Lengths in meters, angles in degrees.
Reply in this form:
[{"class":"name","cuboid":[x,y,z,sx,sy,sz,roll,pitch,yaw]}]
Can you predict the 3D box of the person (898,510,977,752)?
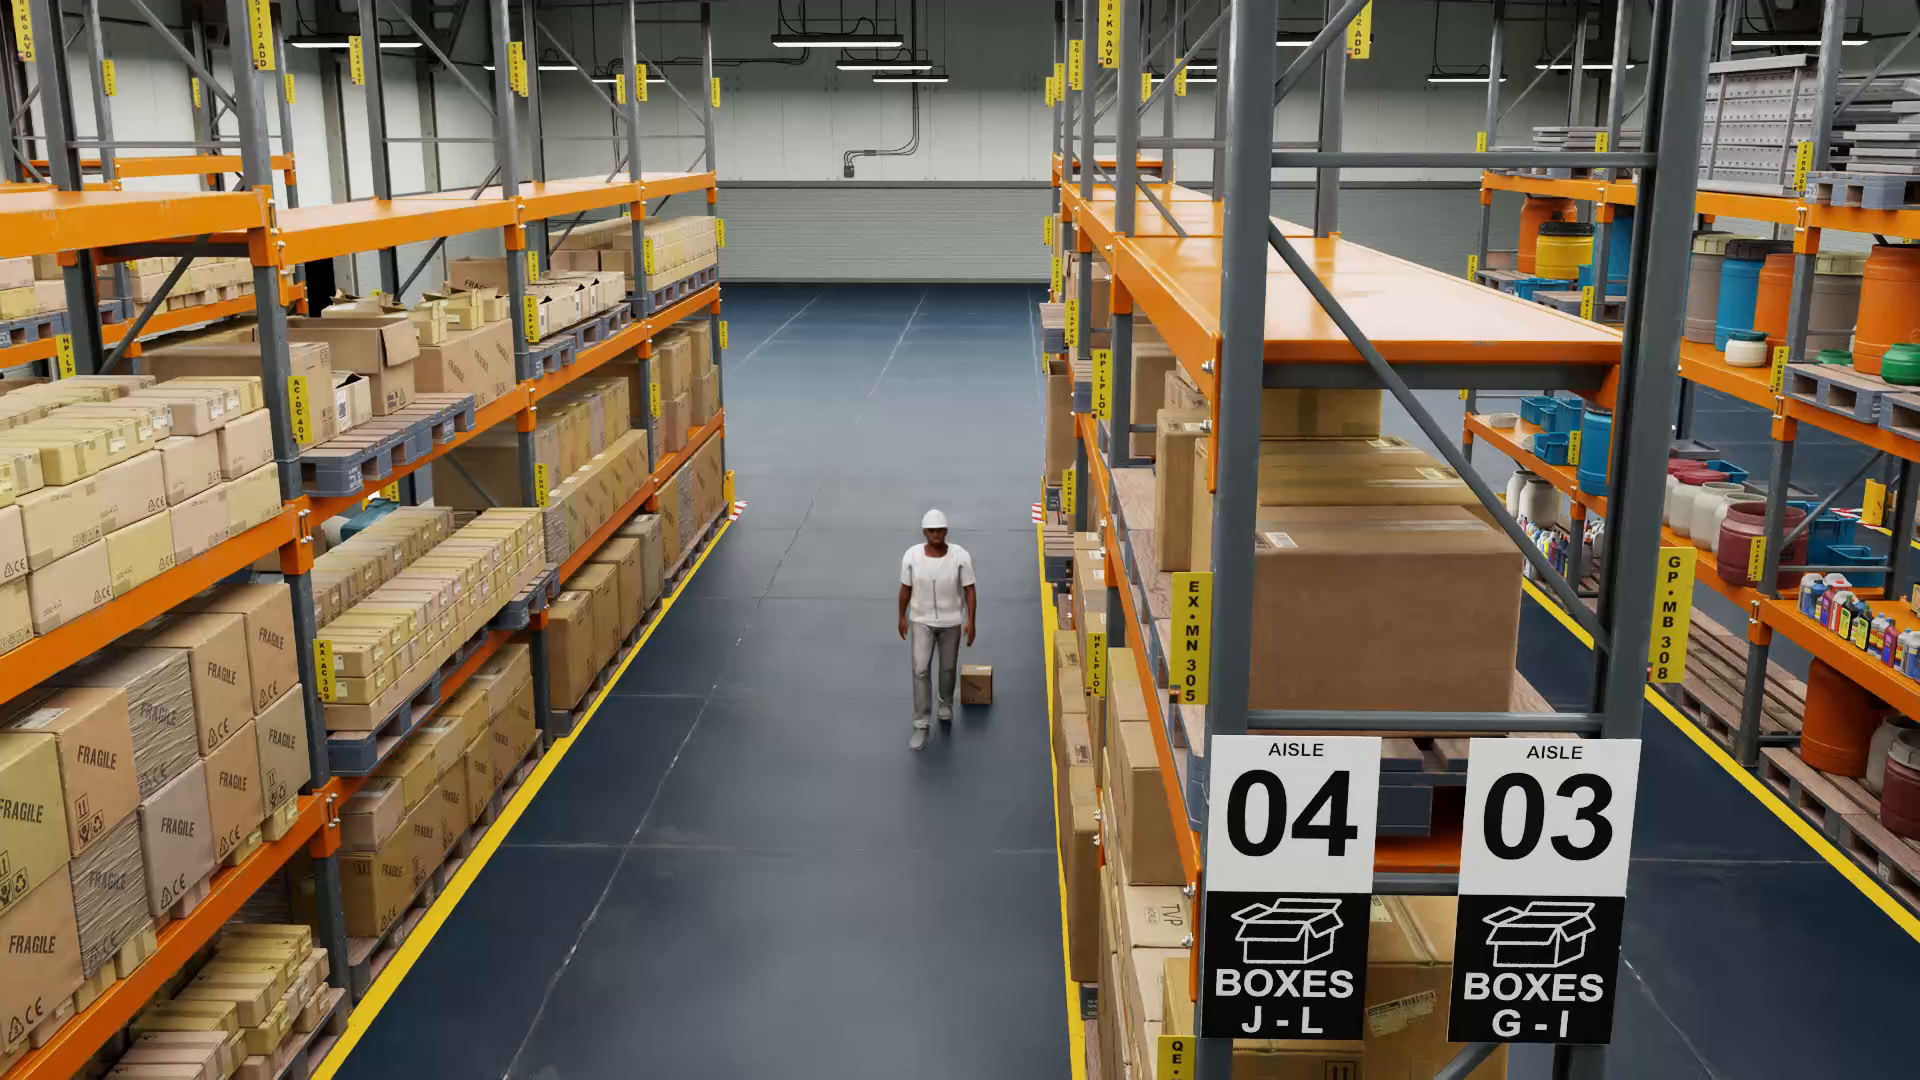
[{"class":"person","cuboid":[-0.176,0.648,12.784,0.611,1.751,0.887,0,14,-1]}]
